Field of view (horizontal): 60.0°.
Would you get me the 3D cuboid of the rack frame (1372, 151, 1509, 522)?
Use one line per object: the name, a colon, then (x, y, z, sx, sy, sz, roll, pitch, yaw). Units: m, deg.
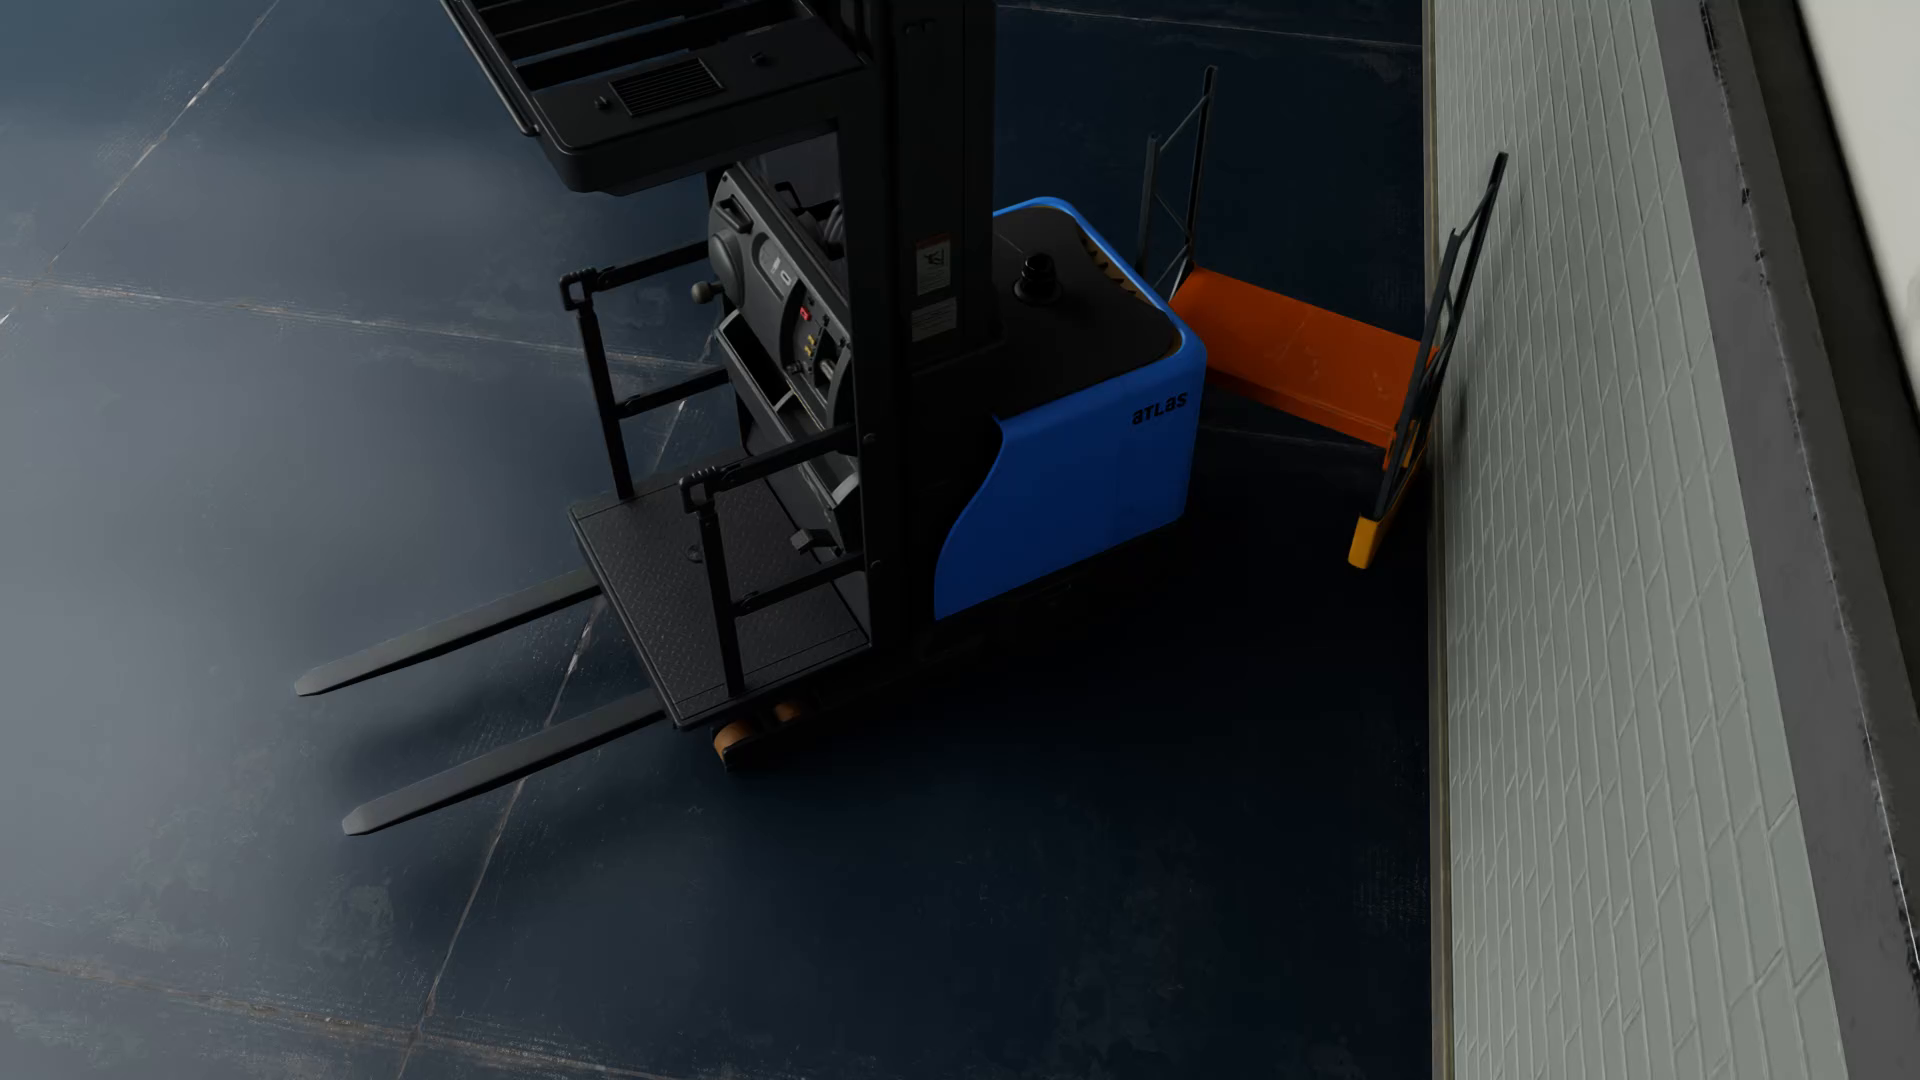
rack frame: (1.631, -0.586, 5.768, 0.032, 1.500, 0.500, 23, 52, 19)

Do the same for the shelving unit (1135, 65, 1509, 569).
shelving unit: (1.181, -0.776, 5.939, 1.083, 1.500, 0.587, 23, 52, 19)

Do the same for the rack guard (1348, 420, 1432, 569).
rack guard: (1.614, -0.175, 6.239, 0.087, 0.250, 0.587, 23, 52, 19)

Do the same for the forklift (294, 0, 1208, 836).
forklift: (-0.722, -0.672, 4.883, 3.031, 2.935, 1.130, -22, 52, -19)

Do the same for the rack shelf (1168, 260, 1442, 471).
rack shelf: (1.189, -0.652, 6.070, 1.000, 0.185, 0.538, 23, 52, 19)

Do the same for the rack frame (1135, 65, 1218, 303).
rack frame: (0.747, -0.960, 6.104, 0.032, 1.500, 0.500, 23, 52, 19)
